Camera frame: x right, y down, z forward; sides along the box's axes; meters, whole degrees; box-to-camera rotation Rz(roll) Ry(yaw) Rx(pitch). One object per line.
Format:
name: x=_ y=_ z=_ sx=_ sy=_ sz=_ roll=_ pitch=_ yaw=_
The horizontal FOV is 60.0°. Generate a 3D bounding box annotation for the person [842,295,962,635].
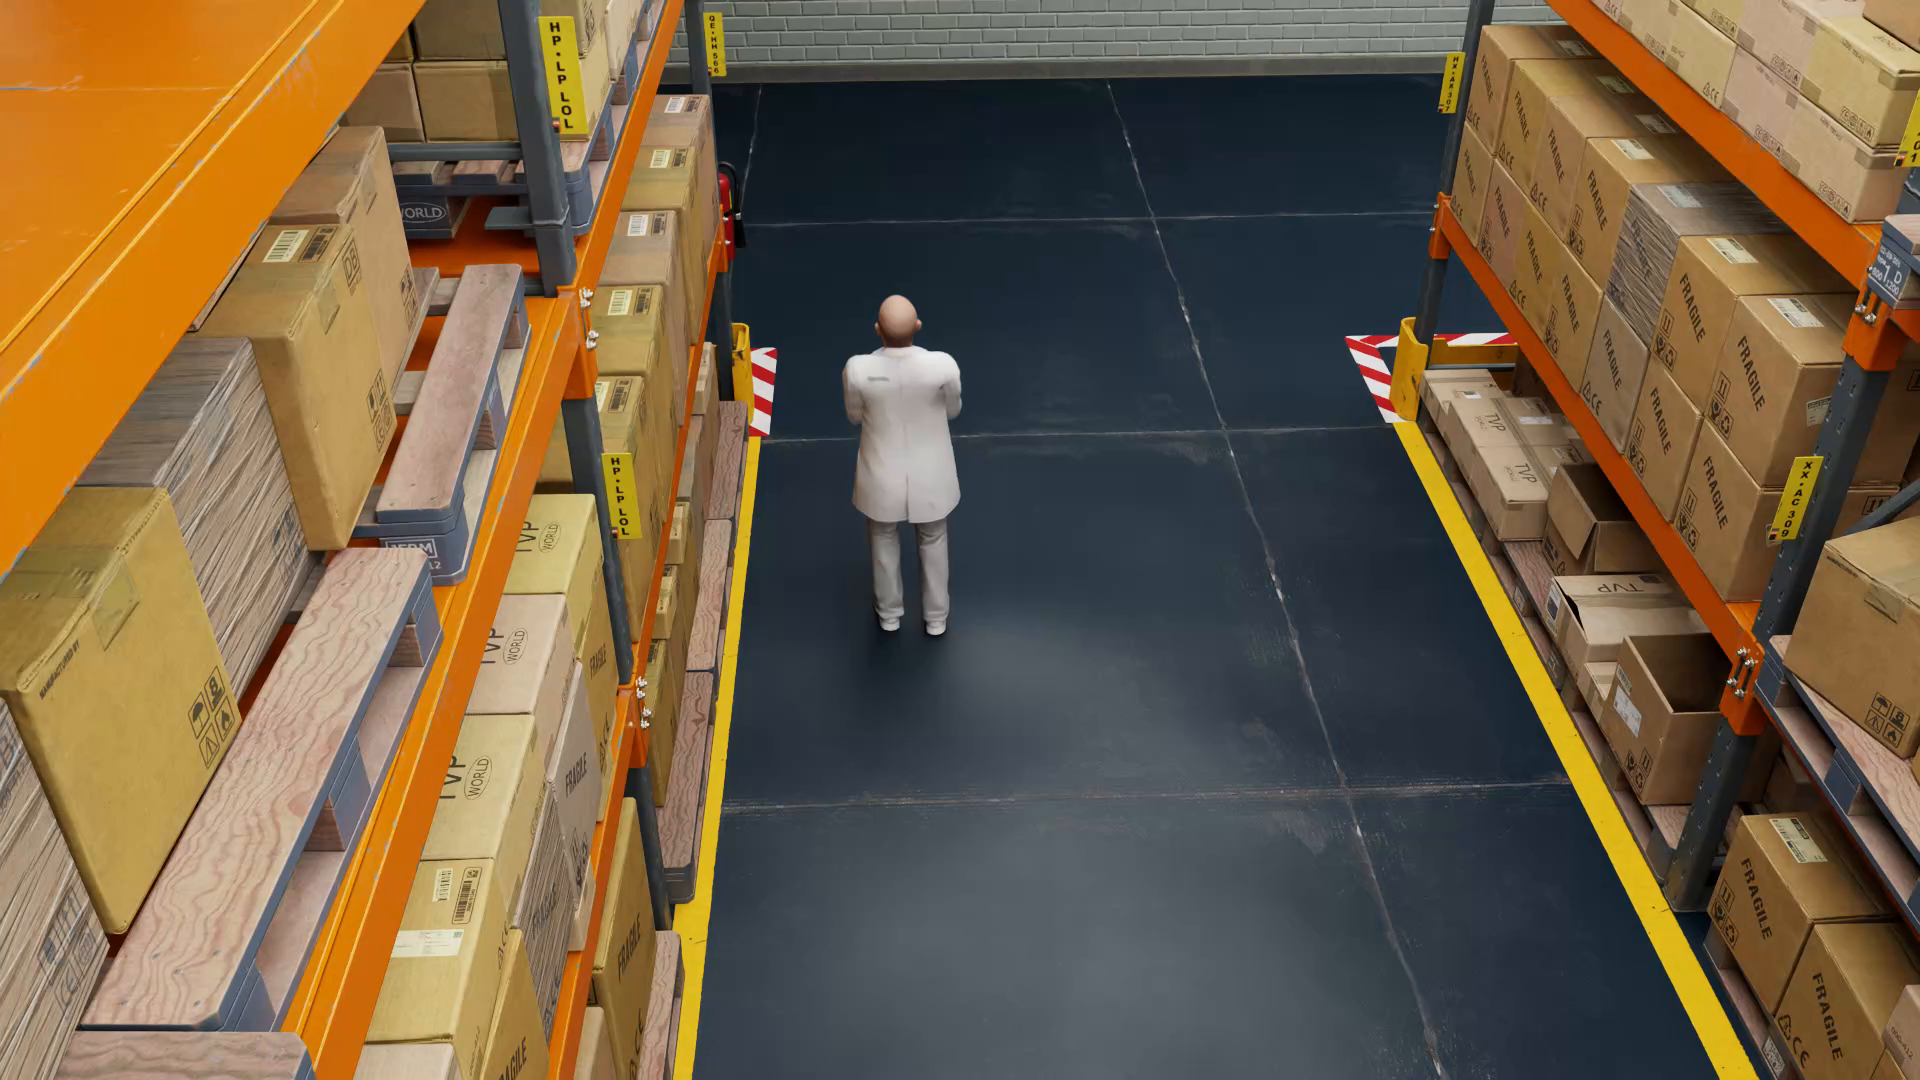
person: x=-0.264 y=-0.395 z=7.726 sx=0.533 sy=1.774 sz=0.554 roll=-2 pitch=35 yaw=-3
